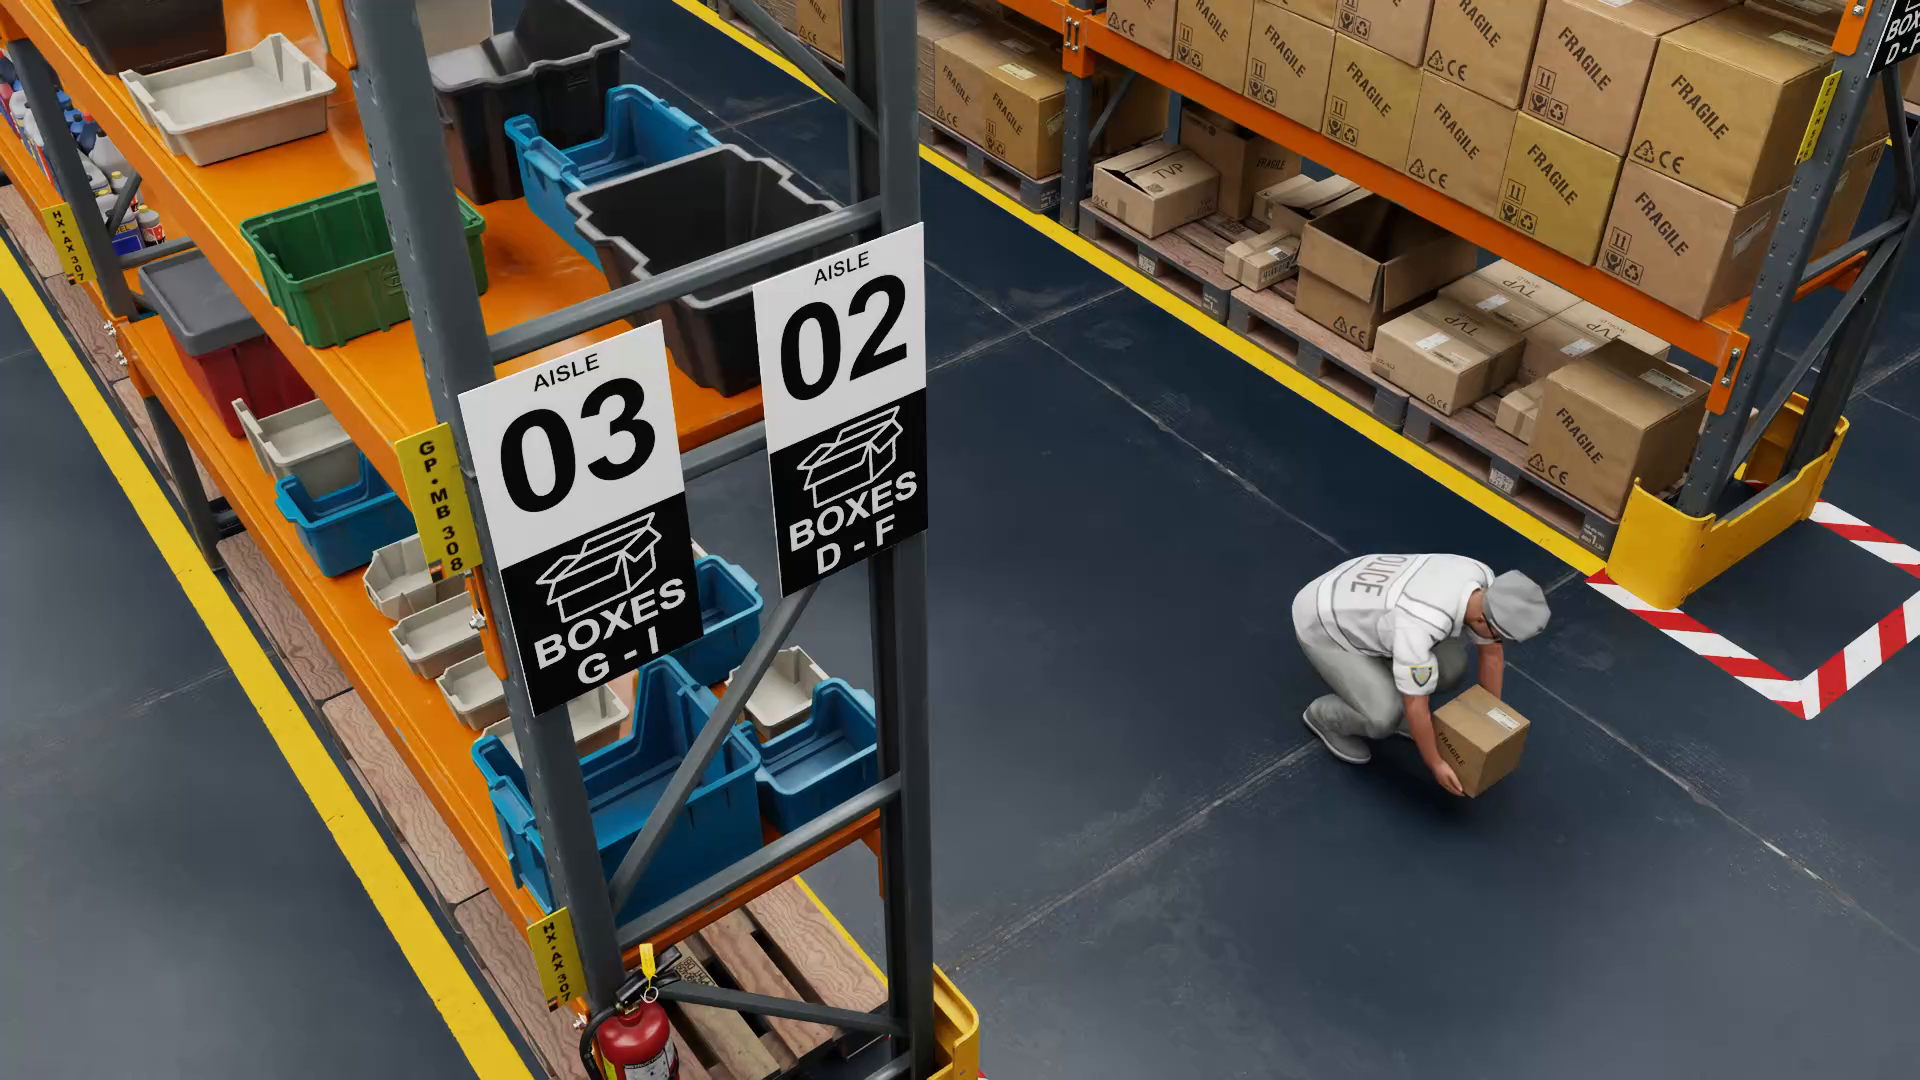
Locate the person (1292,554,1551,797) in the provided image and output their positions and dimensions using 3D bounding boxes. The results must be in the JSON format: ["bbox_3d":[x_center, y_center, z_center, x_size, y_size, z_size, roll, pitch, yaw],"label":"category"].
[{"bbox_3d":[1.694,0.405,6.249,0.565,1.014,0.912,-26,47,-28],"label":"person"}]
